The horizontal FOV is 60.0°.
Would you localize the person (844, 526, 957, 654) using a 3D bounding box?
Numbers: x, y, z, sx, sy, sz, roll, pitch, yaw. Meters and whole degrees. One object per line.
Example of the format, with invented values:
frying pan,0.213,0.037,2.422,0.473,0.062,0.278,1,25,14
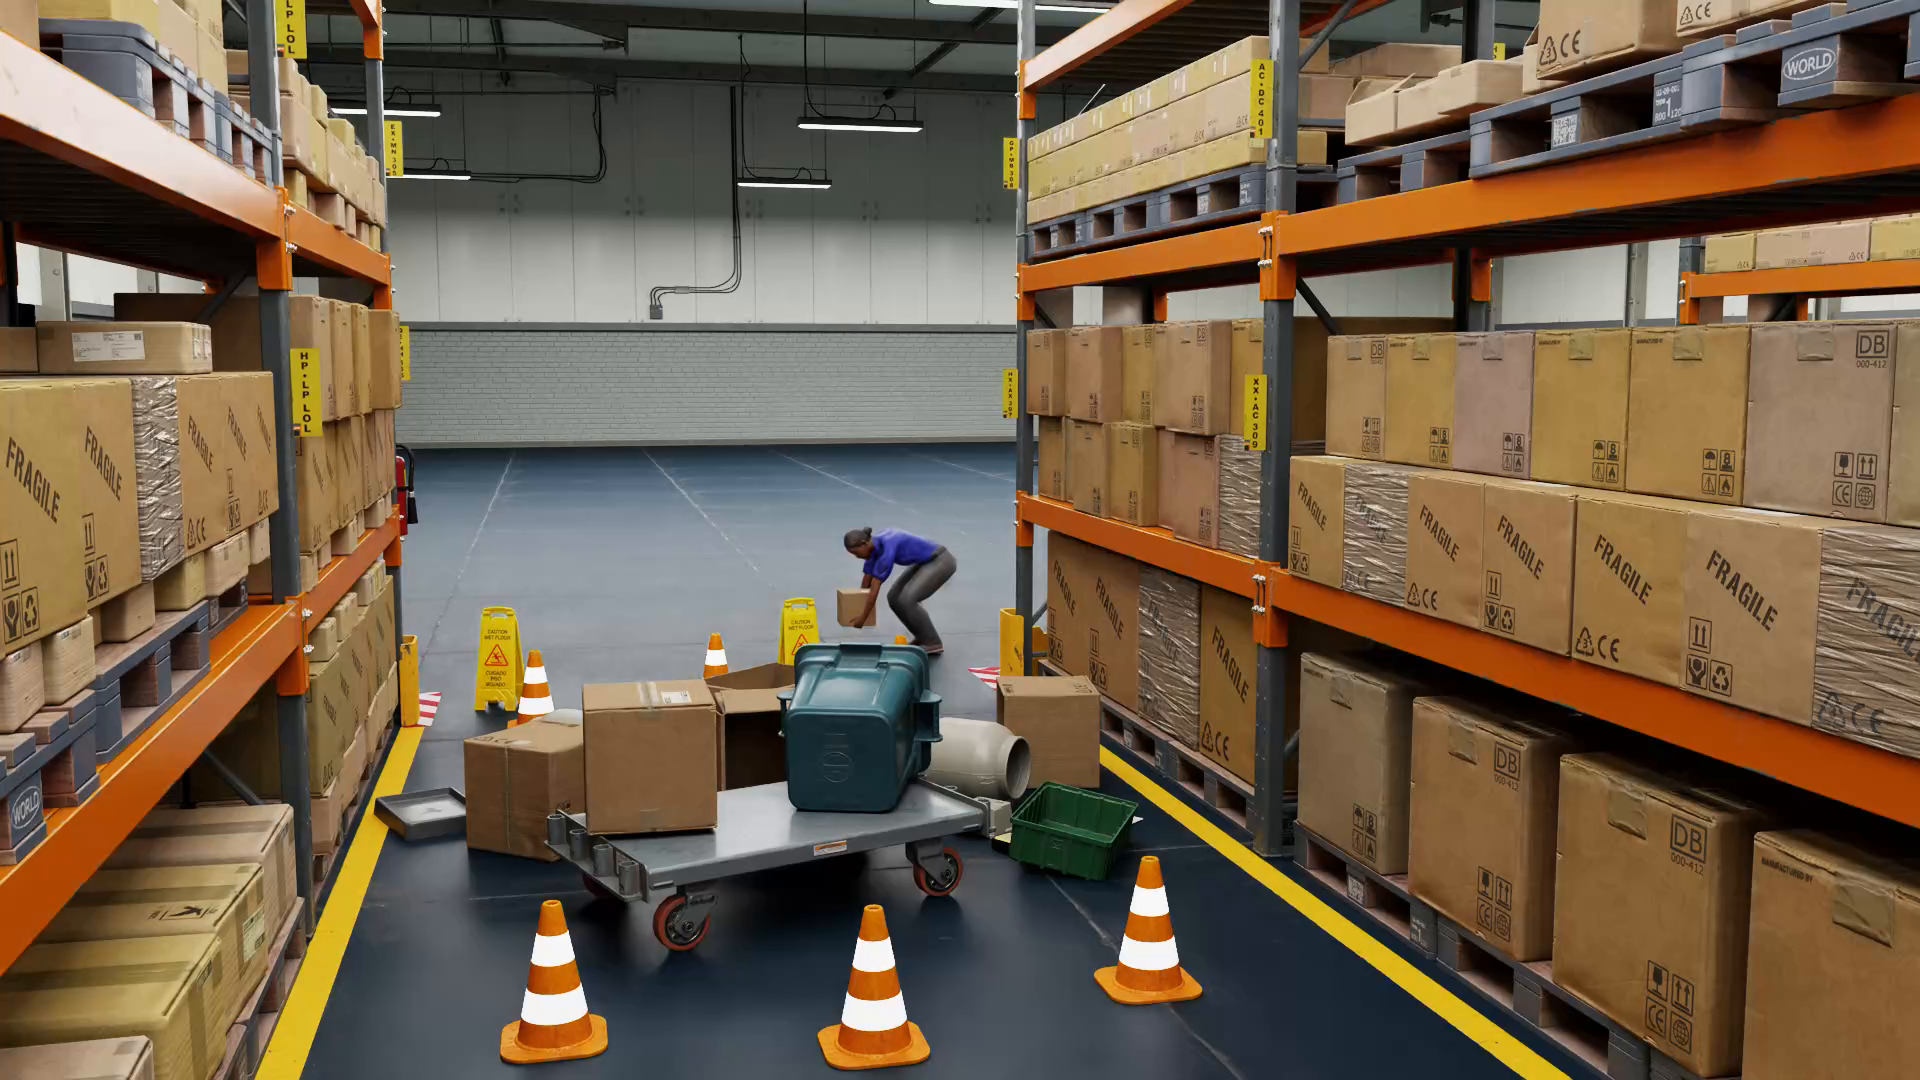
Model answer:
person,-0.448,0.372,12.482,0.861,0.971,0.468,-2,6,-16
